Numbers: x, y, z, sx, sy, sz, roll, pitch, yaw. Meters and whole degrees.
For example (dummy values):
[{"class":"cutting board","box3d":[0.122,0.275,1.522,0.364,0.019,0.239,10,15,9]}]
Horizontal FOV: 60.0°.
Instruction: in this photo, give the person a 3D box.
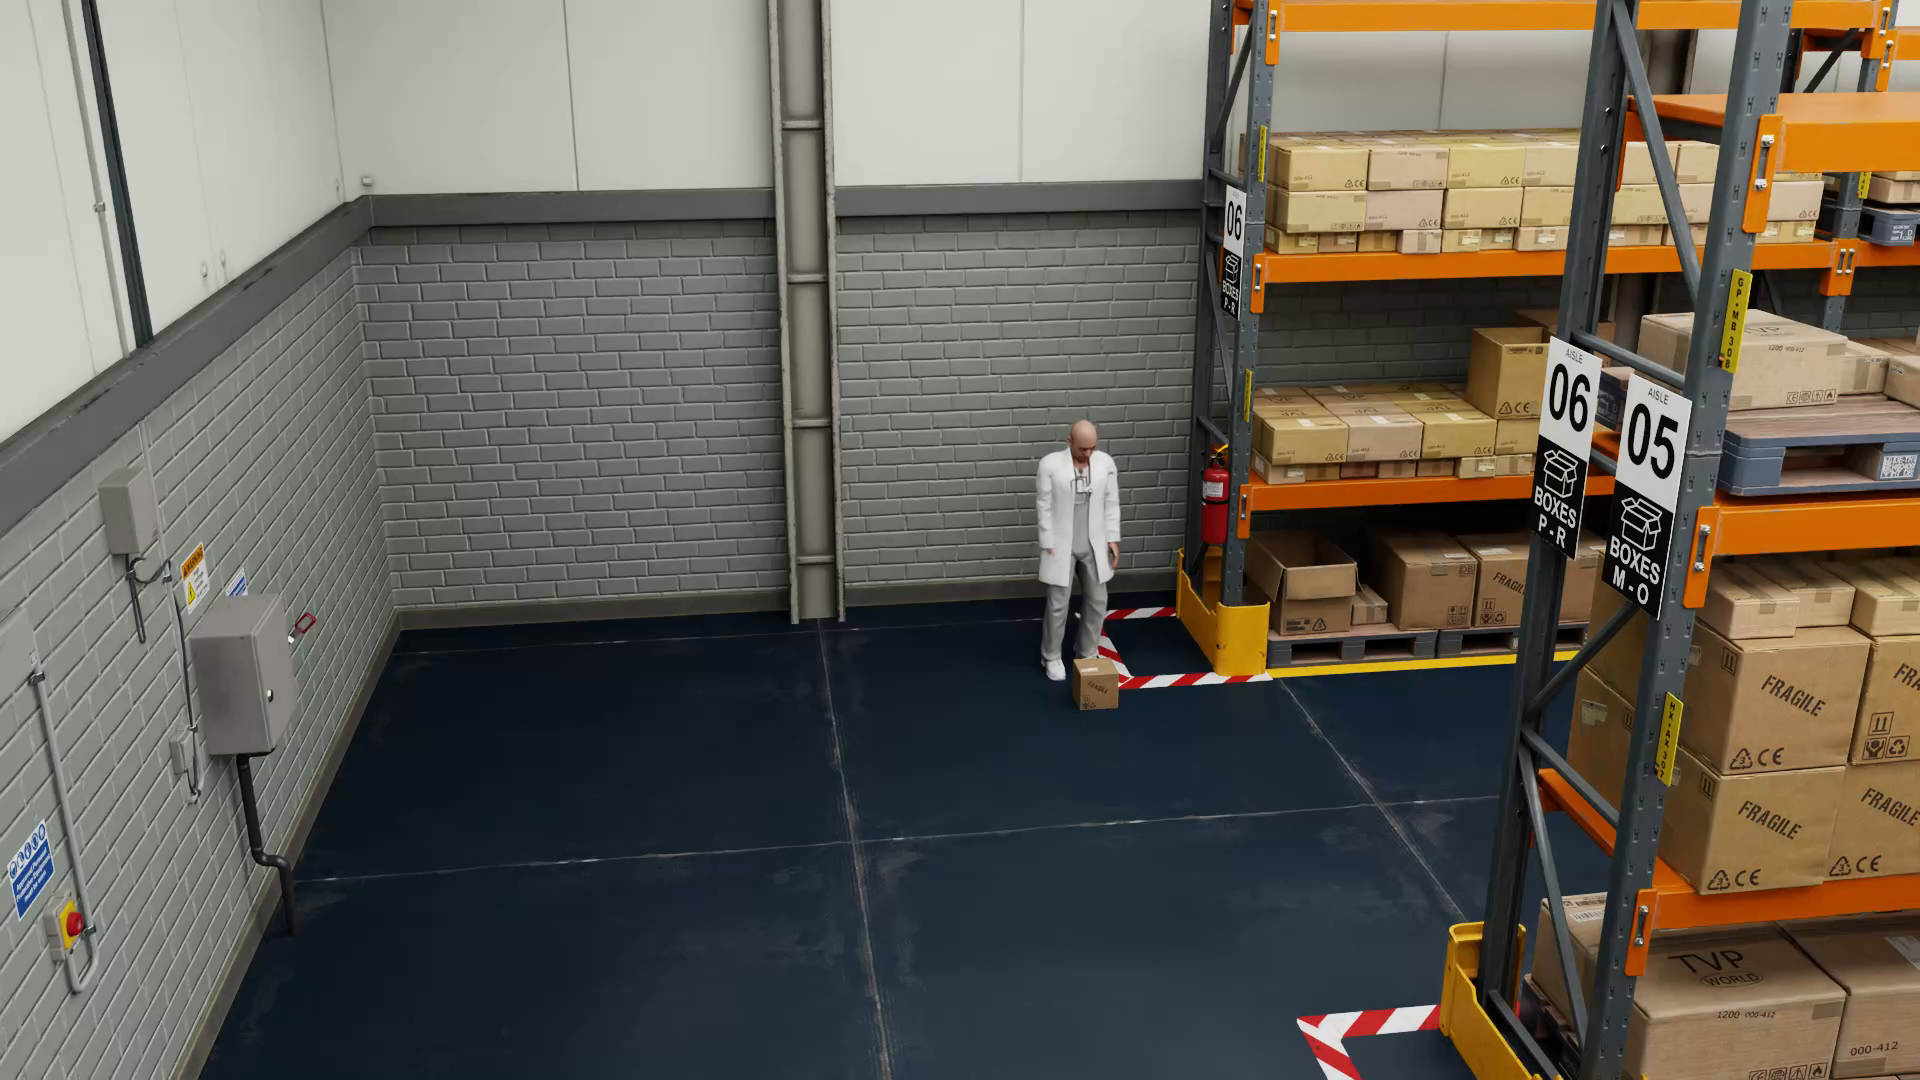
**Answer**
[{"class":"person","box3d":[0.785,0.055,10.982,0.572,1.763,0.383,-4,20,-12]}]
